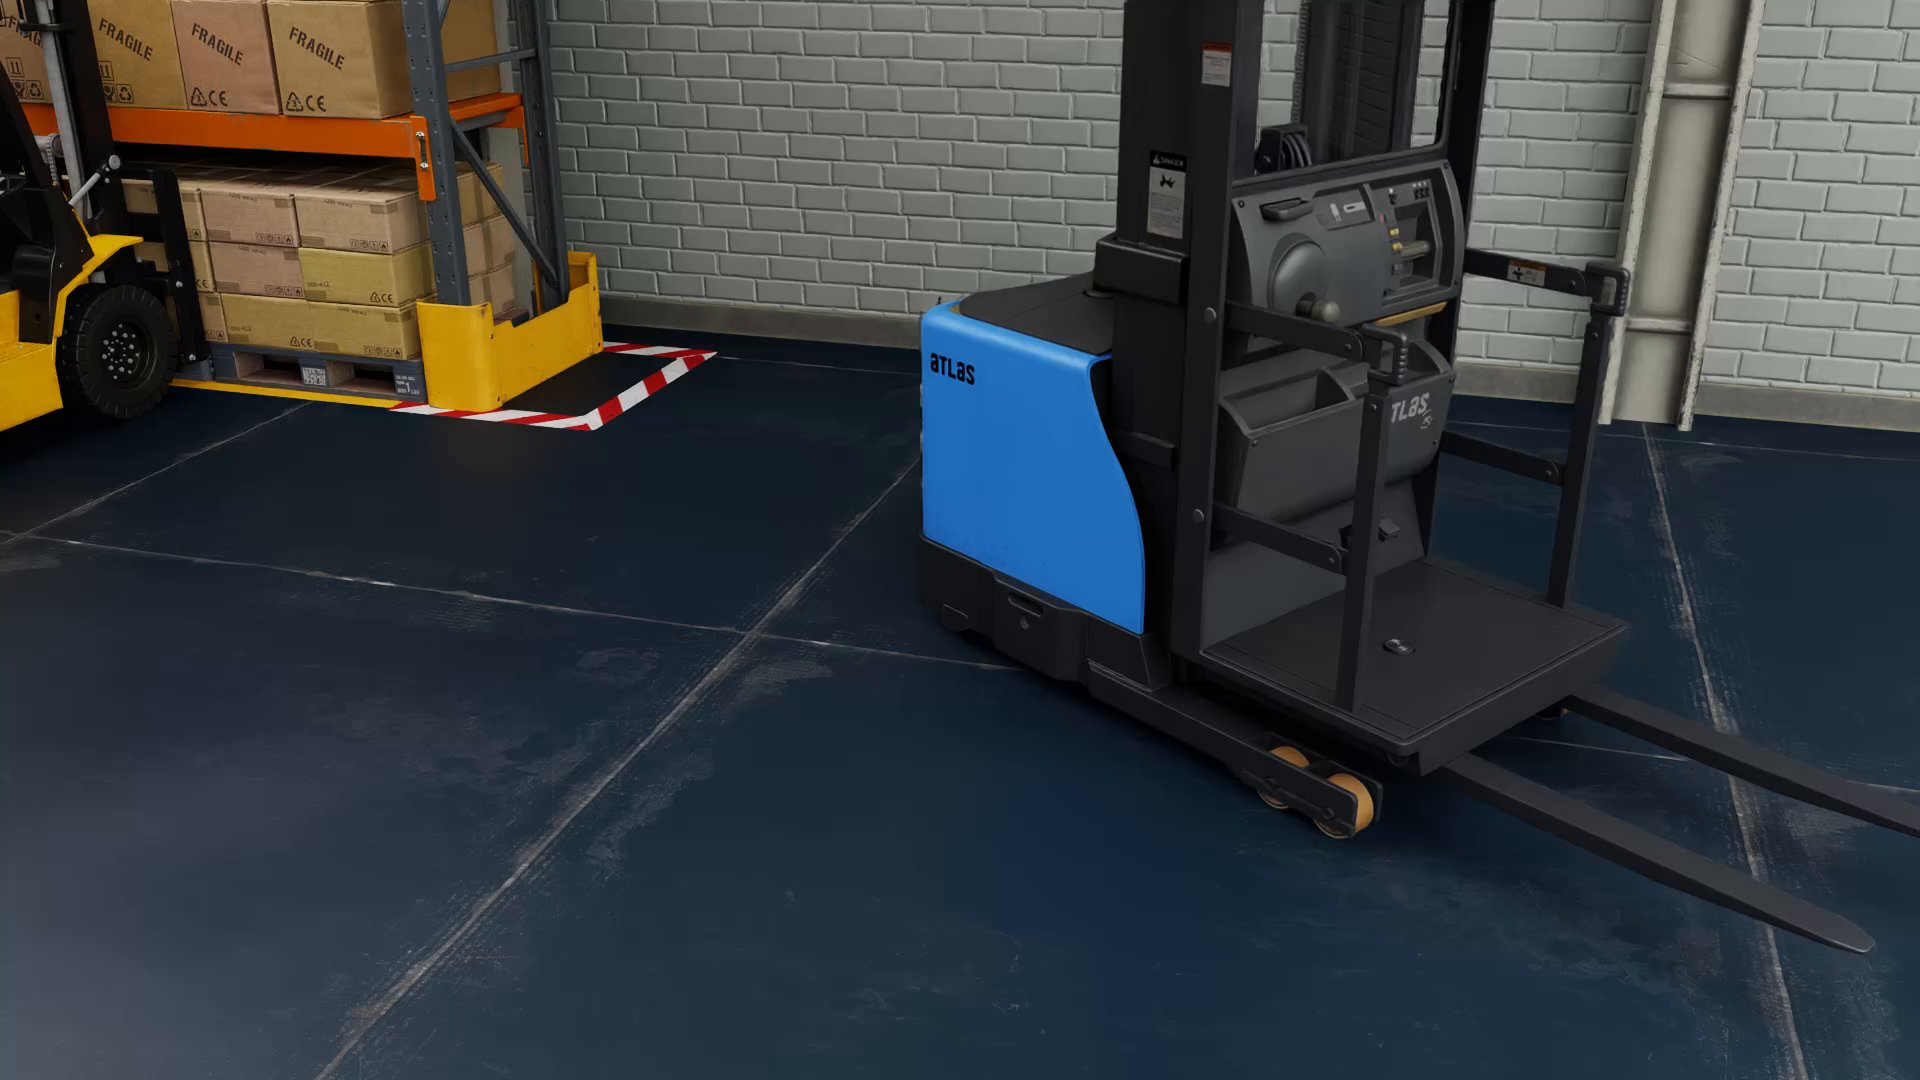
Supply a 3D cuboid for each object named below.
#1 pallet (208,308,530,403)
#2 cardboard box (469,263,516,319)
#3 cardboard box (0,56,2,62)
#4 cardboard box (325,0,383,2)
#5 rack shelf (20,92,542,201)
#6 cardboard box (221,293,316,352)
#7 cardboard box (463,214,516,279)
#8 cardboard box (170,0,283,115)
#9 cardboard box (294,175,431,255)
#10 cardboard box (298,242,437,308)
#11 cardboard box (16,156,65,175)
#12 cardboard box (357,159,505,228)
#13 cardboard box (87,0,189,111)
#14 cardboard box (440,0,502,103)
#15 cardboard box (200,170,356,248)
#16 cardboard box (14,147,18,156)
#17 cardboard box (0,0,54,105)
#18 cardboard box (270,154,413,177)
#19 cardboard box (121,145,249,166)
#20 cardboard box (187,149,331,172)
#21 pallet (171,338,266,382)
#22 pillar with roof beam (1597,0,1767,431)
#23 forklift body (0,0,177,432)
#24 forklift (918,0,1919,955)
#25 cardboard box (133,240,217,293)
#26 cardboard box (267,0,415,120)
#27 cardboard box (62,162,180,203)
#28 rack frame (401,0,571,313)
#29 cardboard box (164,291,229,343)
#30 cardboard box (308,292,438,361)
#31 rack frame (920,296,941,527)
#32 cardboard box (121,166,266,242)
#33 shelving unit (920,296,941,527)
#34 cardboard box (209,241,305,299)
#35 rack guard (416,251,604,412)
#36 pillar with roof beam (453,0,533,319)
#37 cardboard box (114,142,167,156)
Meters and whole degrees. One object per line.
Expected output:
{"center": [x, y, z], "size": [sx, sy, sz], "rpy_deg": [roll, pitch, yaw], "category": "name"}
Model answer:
{"center": [-2.949, -0.986, 8.395], "size": [1.213, 0.211, 1.003], "rpy_deg": [7, 23, 16], "category": "pallet"}
{"center": [-2.619, -1.254, 8.445], "size": [0.500, 0.250, 0.500], "rpy_deg": [7, 23, 16], "category": "cardboard box"}
{"center": [-4.696, -2.442, 8.140], "size": [0.500, 0.500, 0.500], "rpy_deg": [6, 23, 15], "category": "cardboard box"}
{"center": [-2.618, -2.490, 7.401], "size": [0.250, 0.149, 0.380], "rpy_deg": [7, 23, 16], "category": "cardboard box"}
{"center": [-4.120, -2.094, 8.369], "size": [4.000, 0.370, 1.077], "rpy_deg": [7, 23, 16], "category": "rack shelf"}
{"center": [-3.219, -1.124, 8.128], "size": [0.500, 0.250, 0.500], "rpy_deg": [7, 23, 15], "category": "cardboard box"}
{"center": [-2.595, -1.488, 8.355], "size": [0.500, 0.250, 0.500], "rpy_deg": [7, 23, 16], "category": "cardboard box"}
{"center": [-3.246, -2.272, 7.725], "size": [0.500, 0.500, 0.500], "rpy_deg": [7, 23, 17], "category": "cardboard box"}
{"center": [-2.736, -1.529, 7.798], "size": [0.500, 0.250, 0.500], "rpy_deg": [7, 23, 17], "category": "cardboard box"}
{"center": [-2.761, -1.300, 7.899], "size": [0.500, 0.250, 0.500], "rpy_deg": [6, 23, 15], "category": "cardboard box"}
{"center": [-4.696, -1.753, 8.344], "size": [0.500, 0.250, 0.500], "rpy_deg": [7, 23, 17], "category": "cardboard box"}
{"center": [-2.610, -1.713, 8.247], "size": [0.500, 0.250, 0.500], "rpy_deg": [6, 23, 15], "category": "cardboard box"}
{"center": [-3.737, -2.328, 7.862], "size": [0.500, 0.500, 0.500], "rpy_deg": [6, 23, 14], "category": "cardboard box"}
{"center": [-2.599, -2.409, 8.058], "size": [0.500, 0.500, 0.500], "rpy_deg": [7, 23, 17], "category": "cardboard box"}
{"center": [-3.226, -1.583, 7.929], "size": [0.500, 0.250, 0.500], "rpy_deg": [7, 23, 16], "category": "cardboard box"}
{"center": [-5.018, -1.997, 8.938], "size": [0.500, 0.250, 0.500], "rpy_deg": [6, 23, 15], "category": "cardboard box"}
{"center": [-4.221, -2.379, 7.987], "size": [0.500, 0.500, 0.500], "rpy_deg": [7, 23, 16], "category": "cardboard box"}
{"center": [-3.090, -1.767, 8.377], "size": [0.500, 0.250, 0.500], "rpy_deg": [7, 23, 16], "category": "cardboard box"}
{"center": [-4.054, -1.884, 8.663], "size": [0.500, 0.250, 0.500], "rpy_deg": [6, 23, 14], "category": "cardboard box"}
{"center": [-3.565, -1.826, 8.520], "size": [0.500, 0.250, 0.500], "rpy_deg": [6, 23, 15], "category": "cardboard box"}
{"center": [-4.113, -1.120, 8.723], "size": [1.213, 0.211, 1.003], "rpy_deg": [7, 23, 15], "category": "pallet"}
{"center": [1.890, -3.165, 2.128], "size": [0.400, 9.000, 9.100], "rpy_deg": [7, 23, 16], "category": "pillar with roof beam"}
{"center": [-4.547, -1.360, 6.750], "size": [1.214, 2.155, 2.313], "rpy_deg": [7, 23, 16], "category": "forklift body"}
{"center": [1.199, -0.790, 4.333], "size": [1.130, 2.935, 3.031], "rpy_deg": [-18, 28, -37], "category": "forklift"}
{"center": [-3.738, -1.408, 8.162], "size": [0.500, 0.250, 0.500], "rpy_deg": [6, 23, 14], "category": "cardboard box"}
{"center": [-2.752, -2.212, 7.578], "size": [0.500, 0.500, 0.500], "rpy_deg": [6, 23, 14], "category": "cardboard box"}
{"center": [-4.195, -1.693, 8.197], "size": [0.500, 0.250, 0.500], "rpy_deg": [6, 23, 14], "category": "cardboard box"}
{"center": [-2.205, -2.207, 7.698], "size": [0.127, 3.000, 1.000], "rpy_deg": [7, 23, 16], "category": "rack frame"}
{"center": [-3.696, -1.182, 8.269], "size": [0.500, 0.250, 0.500], "rpy_deg": [7, 23, 16], "category": "cardboard box"}
{"center": [-2.746, -1.066, 7.986], "size": [0.500, 0.250, 0.500], "rpy_deg": [7, 23, 16], "category": "cardboard box"}
{"center": [-0.105, -0.428, 6.129], "size": [0.006, 0.900, 0.240], "rpy_deg": [7, 23, 16], "category": "rack frame"}
{"center": [-3.712, -1.635, 8.055], "size": [0.500, 0.250, 0.500], "rpy_deg": [7, 23, 16], "category": "cardboard box"}
{"center": [-0.008, -0.417, 6.101], "size": [0.210, 0.900, 0.258], "rpy_deg": [7, 23, 16], "category": "shelving unit"}
{"center": [-3.238, -1.359, 8.042], "size": [0.500, 0.250, 0.500], "rpy_deg": [6, 23, 15], "category": "cardboard box"}
{"center": [-2.182, -1.048, 8.166], "size": [0.348, 0.500, 1.175], "rpy_deg": [7, 23, 16], "category": "rack guard"}
{"center": [-3.855, -3.822, 3.731], "size": [0.400, 9.000, 9.100], "rpy_deg": [7, 23, 16], "category": "pillar with roof beam"}
{"center": [-4.537, -1.936, 8.790], "size": [0.500, 0.250, 0.500], "rpy_deg": [7, 23, 16], "category": "cardboard box"}
